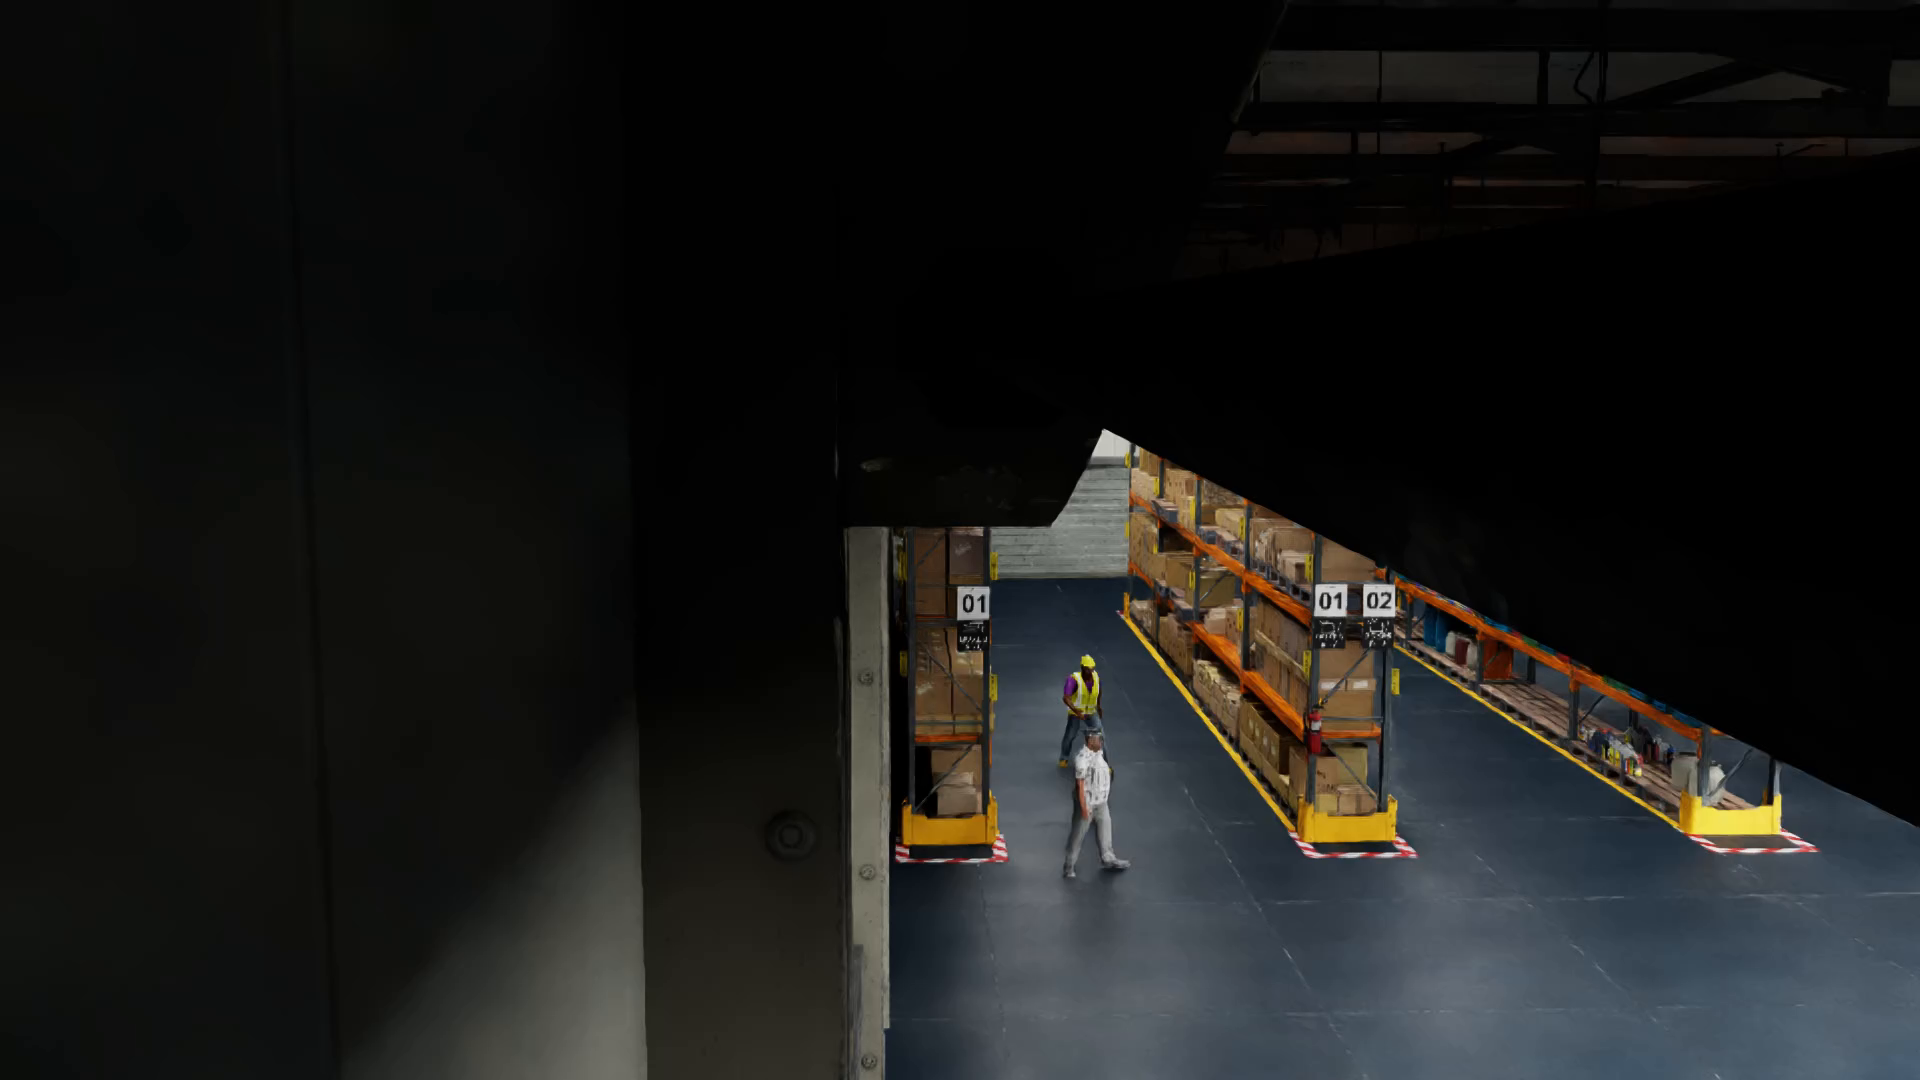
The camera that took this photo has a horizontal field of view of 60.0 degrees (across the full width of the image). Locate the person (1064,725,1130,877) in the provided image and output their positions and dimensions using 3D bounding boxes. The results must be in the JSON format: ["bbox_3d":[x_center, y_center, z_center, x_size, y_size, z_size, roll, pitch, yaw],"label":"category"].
[{"bbox_3d":[1.549,2.991,19.267,0.588,1.753,0.765,5,9,36],"label":"person"}]

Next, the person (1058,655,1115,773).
[{"bbox_3d":[1.750,2.455,23.708,0.699,1.706,0.840,-3,8,-19],"label":"person"}]
